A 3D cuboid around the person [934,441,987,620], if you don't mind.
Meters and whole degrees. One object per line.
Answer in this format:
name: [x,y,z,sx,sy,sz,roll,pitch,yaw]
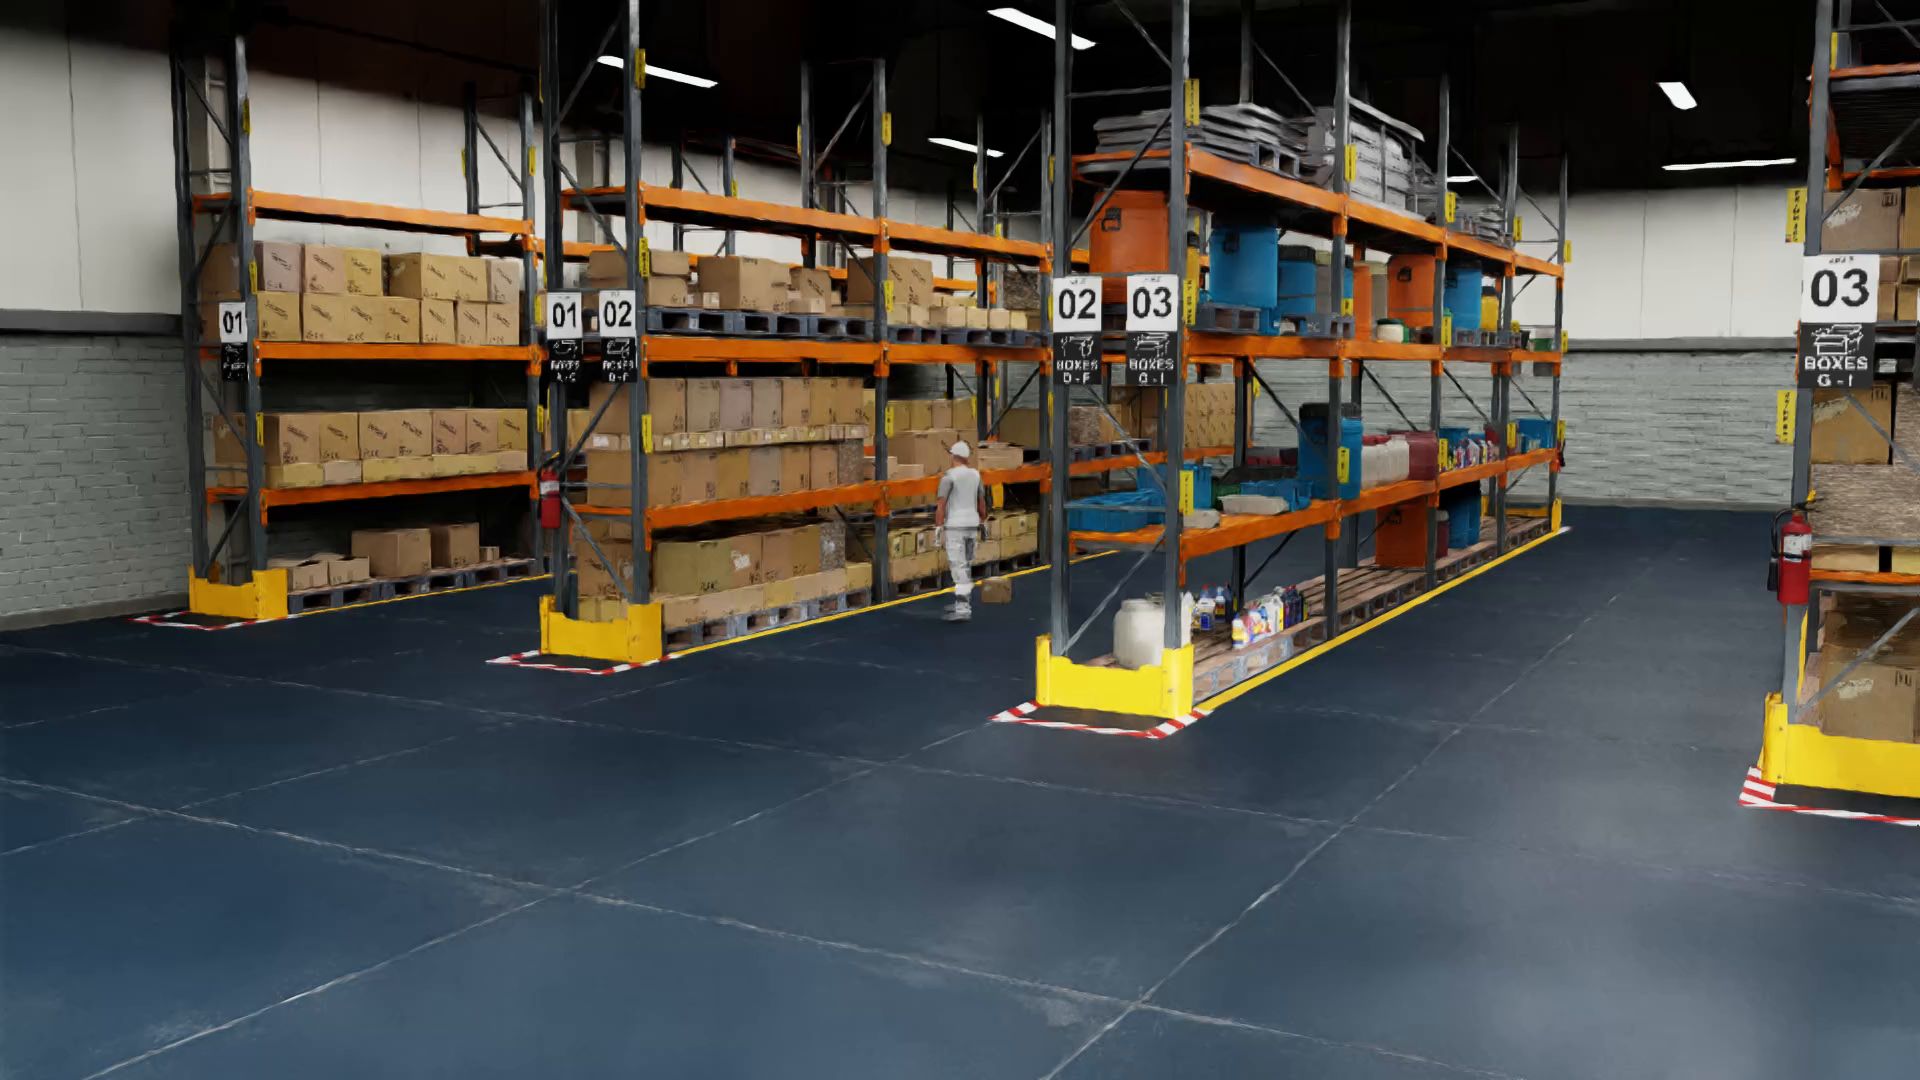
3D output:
person: [-0.016,-0.110,16.803,0.682,1.787,0.586,-6,8,-45]
